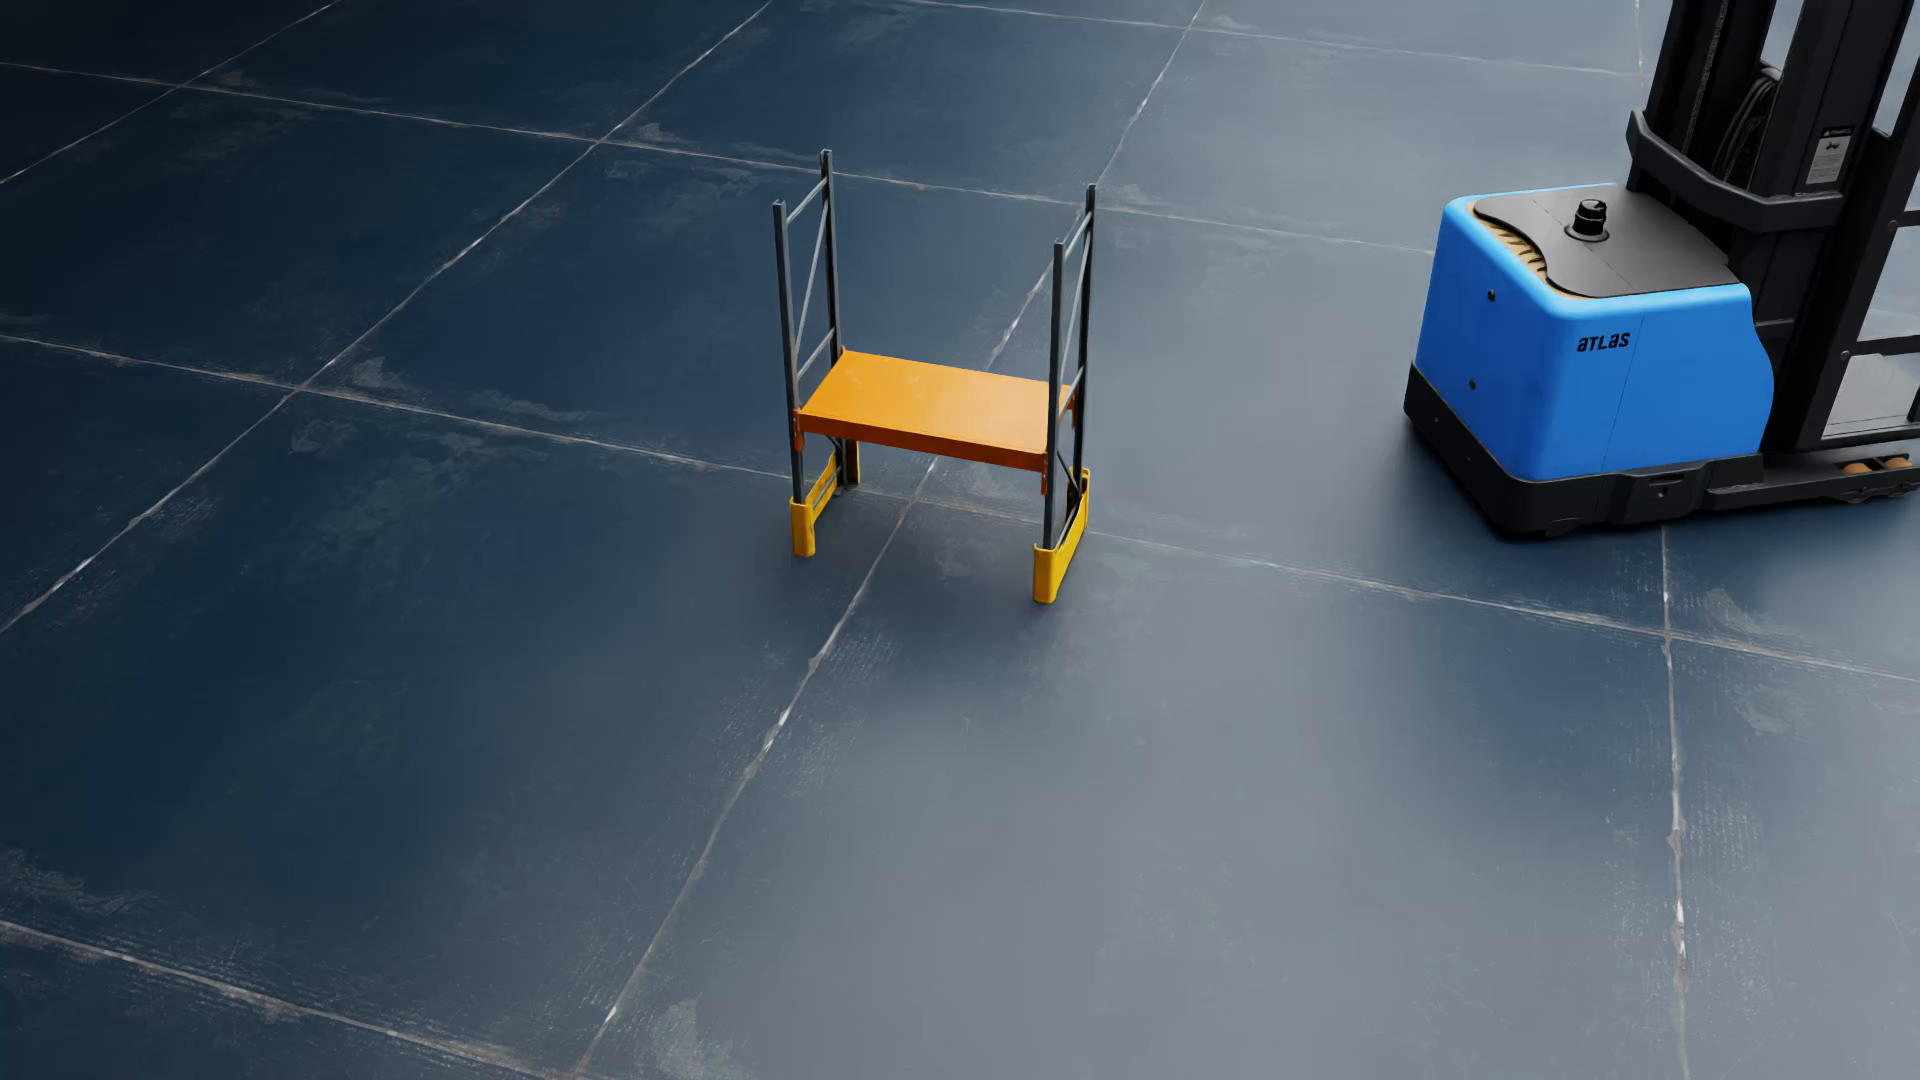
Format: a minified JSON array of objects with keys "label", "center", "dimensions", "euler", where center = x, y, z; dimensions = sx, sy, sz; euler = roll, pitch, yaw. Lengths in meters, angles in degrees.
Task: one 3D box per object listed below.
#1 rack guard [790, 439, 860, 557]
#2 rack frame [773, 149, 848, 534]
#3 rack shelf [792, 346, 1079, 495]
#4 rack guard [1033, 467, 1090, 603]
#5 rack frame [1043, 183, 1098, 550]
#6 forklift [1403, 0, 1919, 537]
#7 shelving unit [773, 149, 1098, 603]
[{"label":"rack guard","center":[-0.548,-0.202,6.814],"dimensions":[0.087,0.250,0.587],"euler":[10,38,14]},{"label":"rack frame","center":[-0.567,-0.709,6.448],"dimensions":[0.032,1.500,0.500],"euler":[10,38,14]},{"label":"rack shelf","center":[-0.081,-0.474,6.433],"dimensions":[1.000,0.185,0.538],"euler":[10,38,14]},{"label":"rack guard","center":[0.403,-0.026,6.575],"dimensions":[0.087,0.250,0.587],"euler":[10,38,14]},{"label":"rack frame","center":[0.404,-0.529,6.204],"dimensions":[0.032,1.500,0.500],"euler":[10,38,14]},{"label":"forklift","center":[3.549,-1.634,6.498],"dimensions":[3.031,2.935,1.130],"euler":[-7,37,-10]},{"label":"shelving unit","center":[-0.073,-0.618,6.324],"dimensions":[1.083,1.500,0.587],"euler":[10,38,14]}]
